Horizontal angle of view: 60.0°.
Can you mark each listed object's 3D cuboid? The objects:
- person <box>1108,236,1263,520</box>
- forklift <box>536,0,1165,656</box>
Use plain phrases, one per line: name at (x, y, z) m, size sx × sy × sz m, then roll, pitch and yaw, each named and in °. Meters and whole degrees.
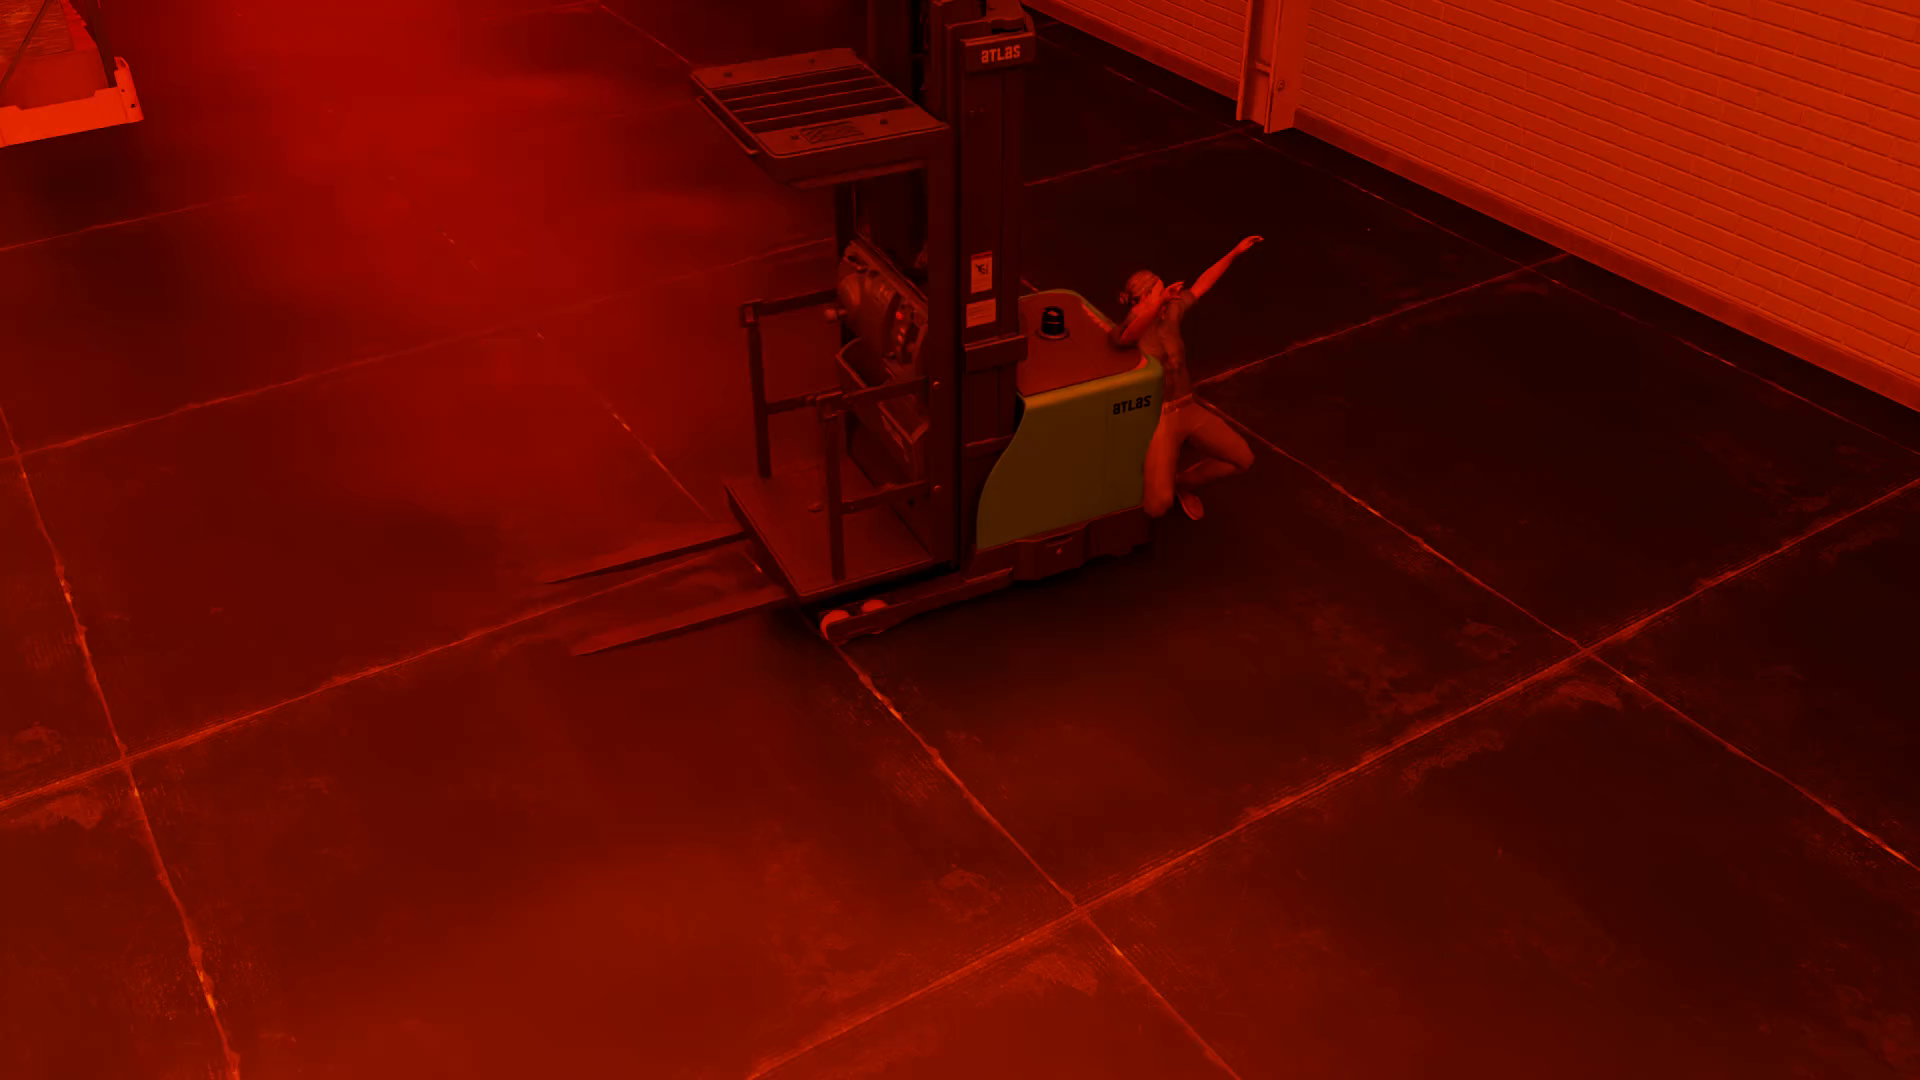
person at (1.148, -0.756, 8.420) m, size 0.930 × 1.588 × 0.737 m, roll -25°, pitch 42°, yaw -31°
forklift at (-0.548, -1.044, 7.633) m, size 3.031 × 2.935 × 1.130 m, roll -16°, pitch 38°, yaw -21°
